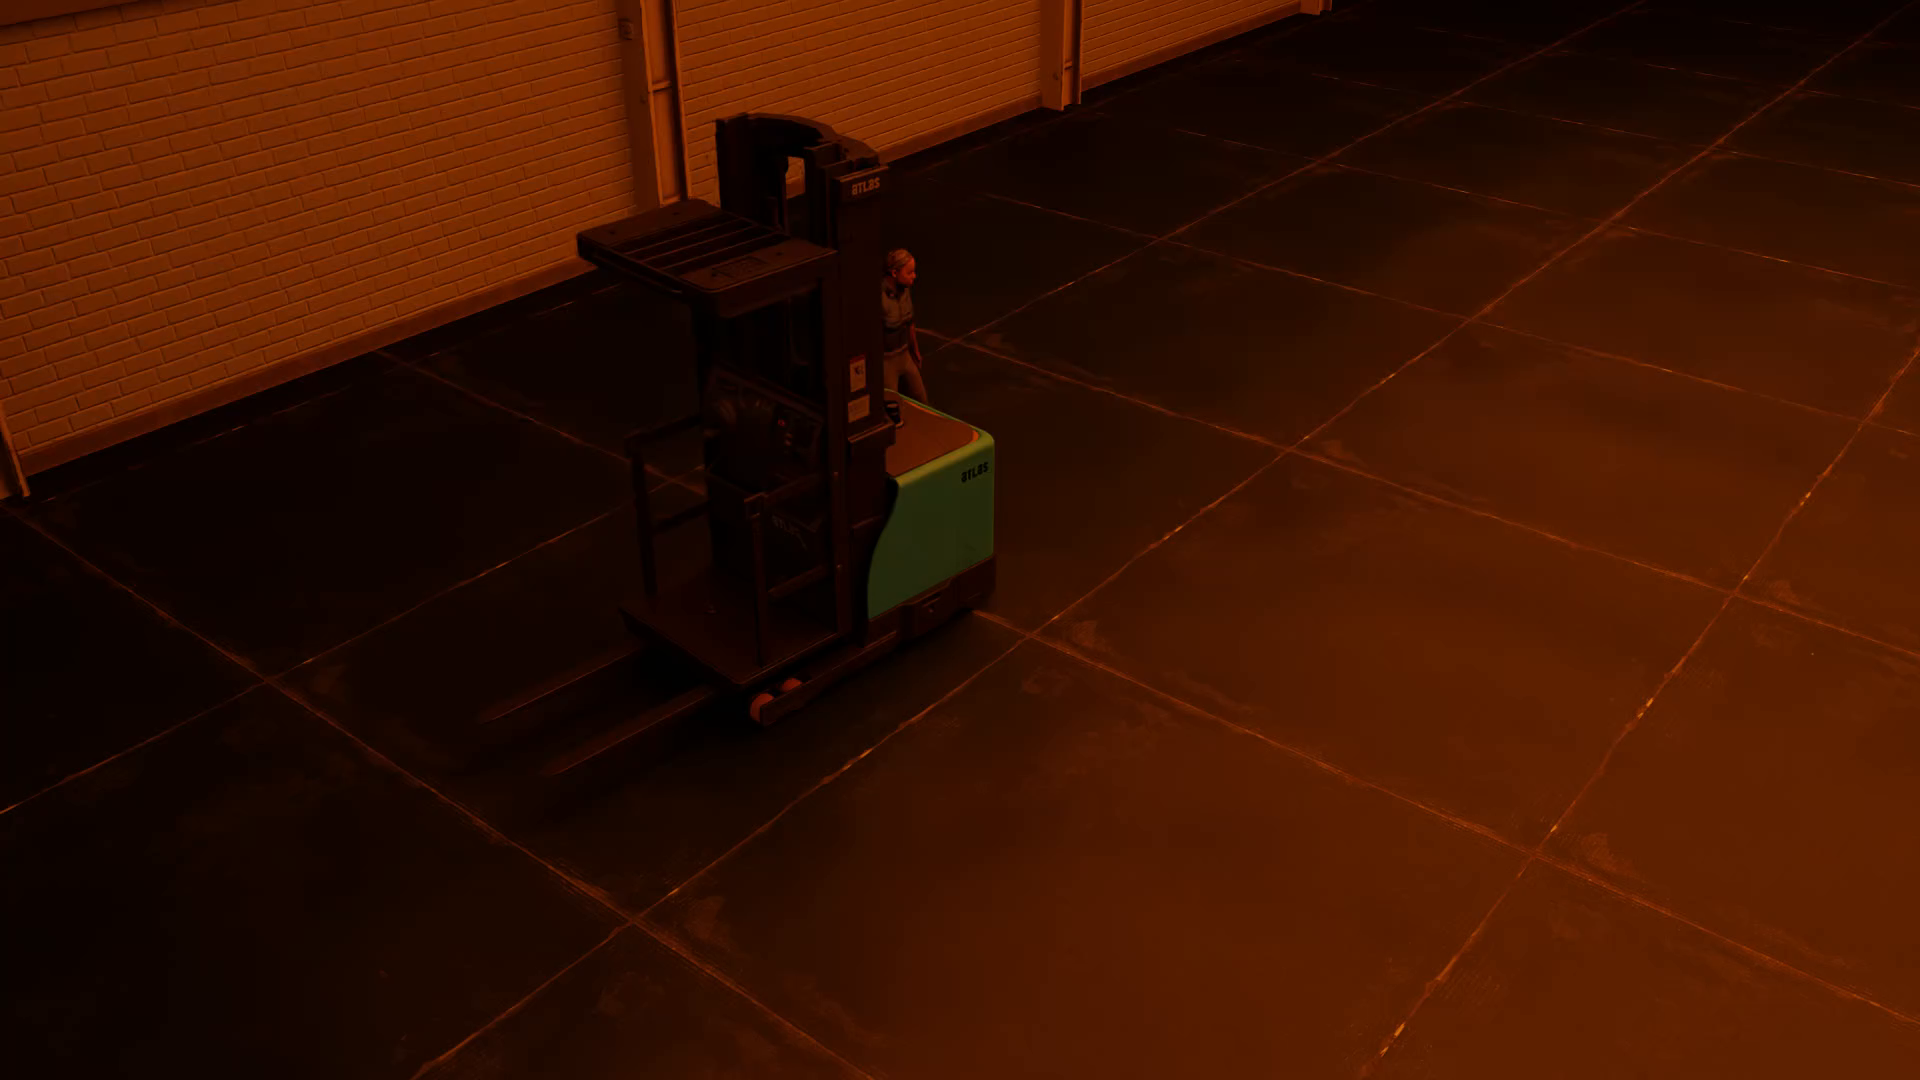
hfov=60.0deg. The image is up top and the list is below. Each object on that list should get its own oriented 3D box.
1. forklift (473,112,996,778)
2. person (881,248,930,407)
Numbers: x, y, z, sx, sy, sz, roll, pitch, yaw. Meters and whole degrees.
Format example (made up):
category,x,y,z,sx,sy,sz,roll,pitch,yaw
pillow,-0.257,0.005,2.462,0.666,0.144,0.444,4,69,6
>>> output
category,x,y,z,sx,sy,sz,roll,pitch,yaw
forklift,-1.184,-0.577,8.583,1.130,2.935,3.031,27,40,38
person,-0.434,-1.137,10.792,0.358,1.628,0.790,19,35,29
